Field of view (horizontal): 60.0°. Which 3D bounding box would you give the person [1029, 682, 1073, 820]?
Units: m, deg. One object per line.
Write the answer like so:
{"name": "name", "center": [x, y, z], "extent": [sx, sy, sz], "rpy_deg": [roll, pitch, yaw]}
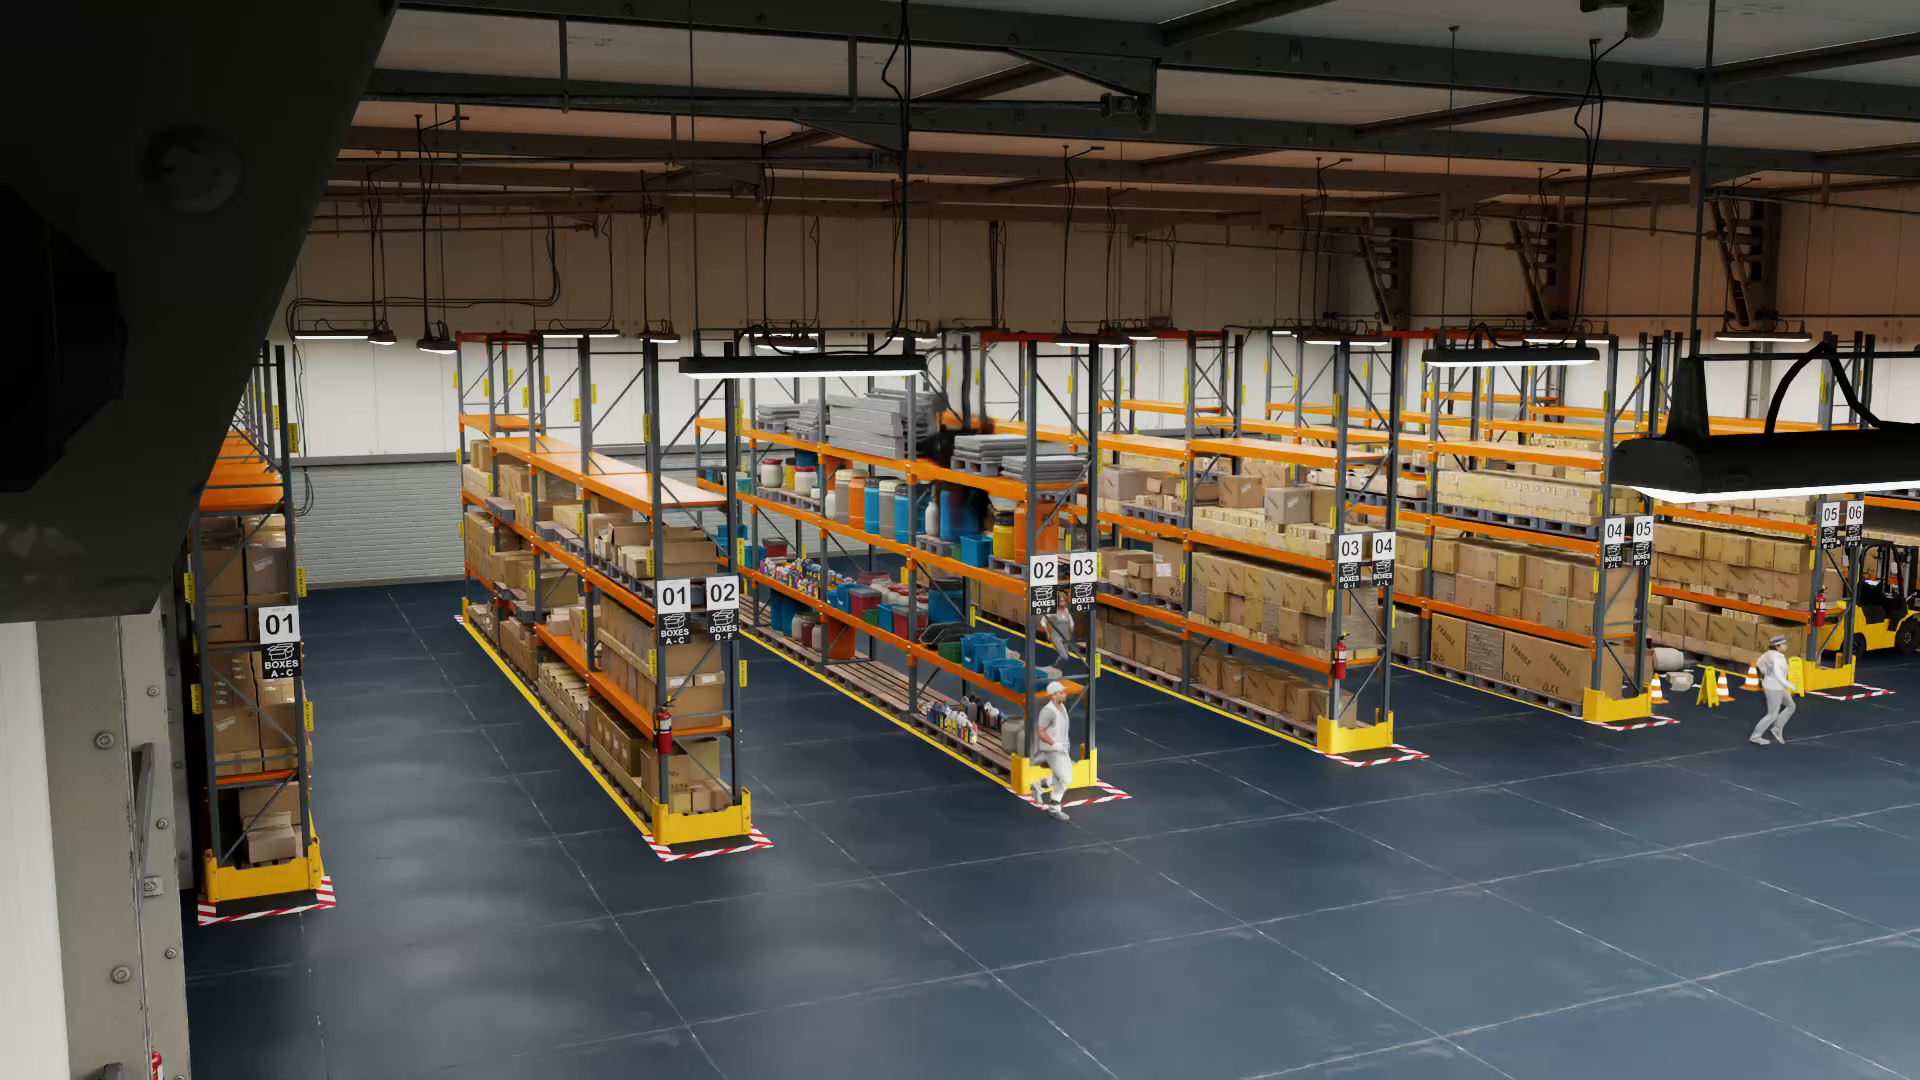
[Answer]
{"name": "person", "center": [1.150, 2.645, 21.070], "extent": [0.627, 1.749, 0.696], "rpy_deg": [4, 8, 24]}

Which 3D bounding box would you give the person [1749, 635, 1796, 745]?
{"name": "person", "center": [12.023, 2.208, 24.505], "extent": [0.630, 1.679, 0.628], "rpy_deg": [2, 8, 15]}

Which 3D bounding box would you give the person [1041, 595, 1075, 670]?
{"name": "person", "center": [1.724, 1.718, 28.418], "extent": [0.519, 1.567, 0.624], "rpy_deg": [-5, 9, -32]}
